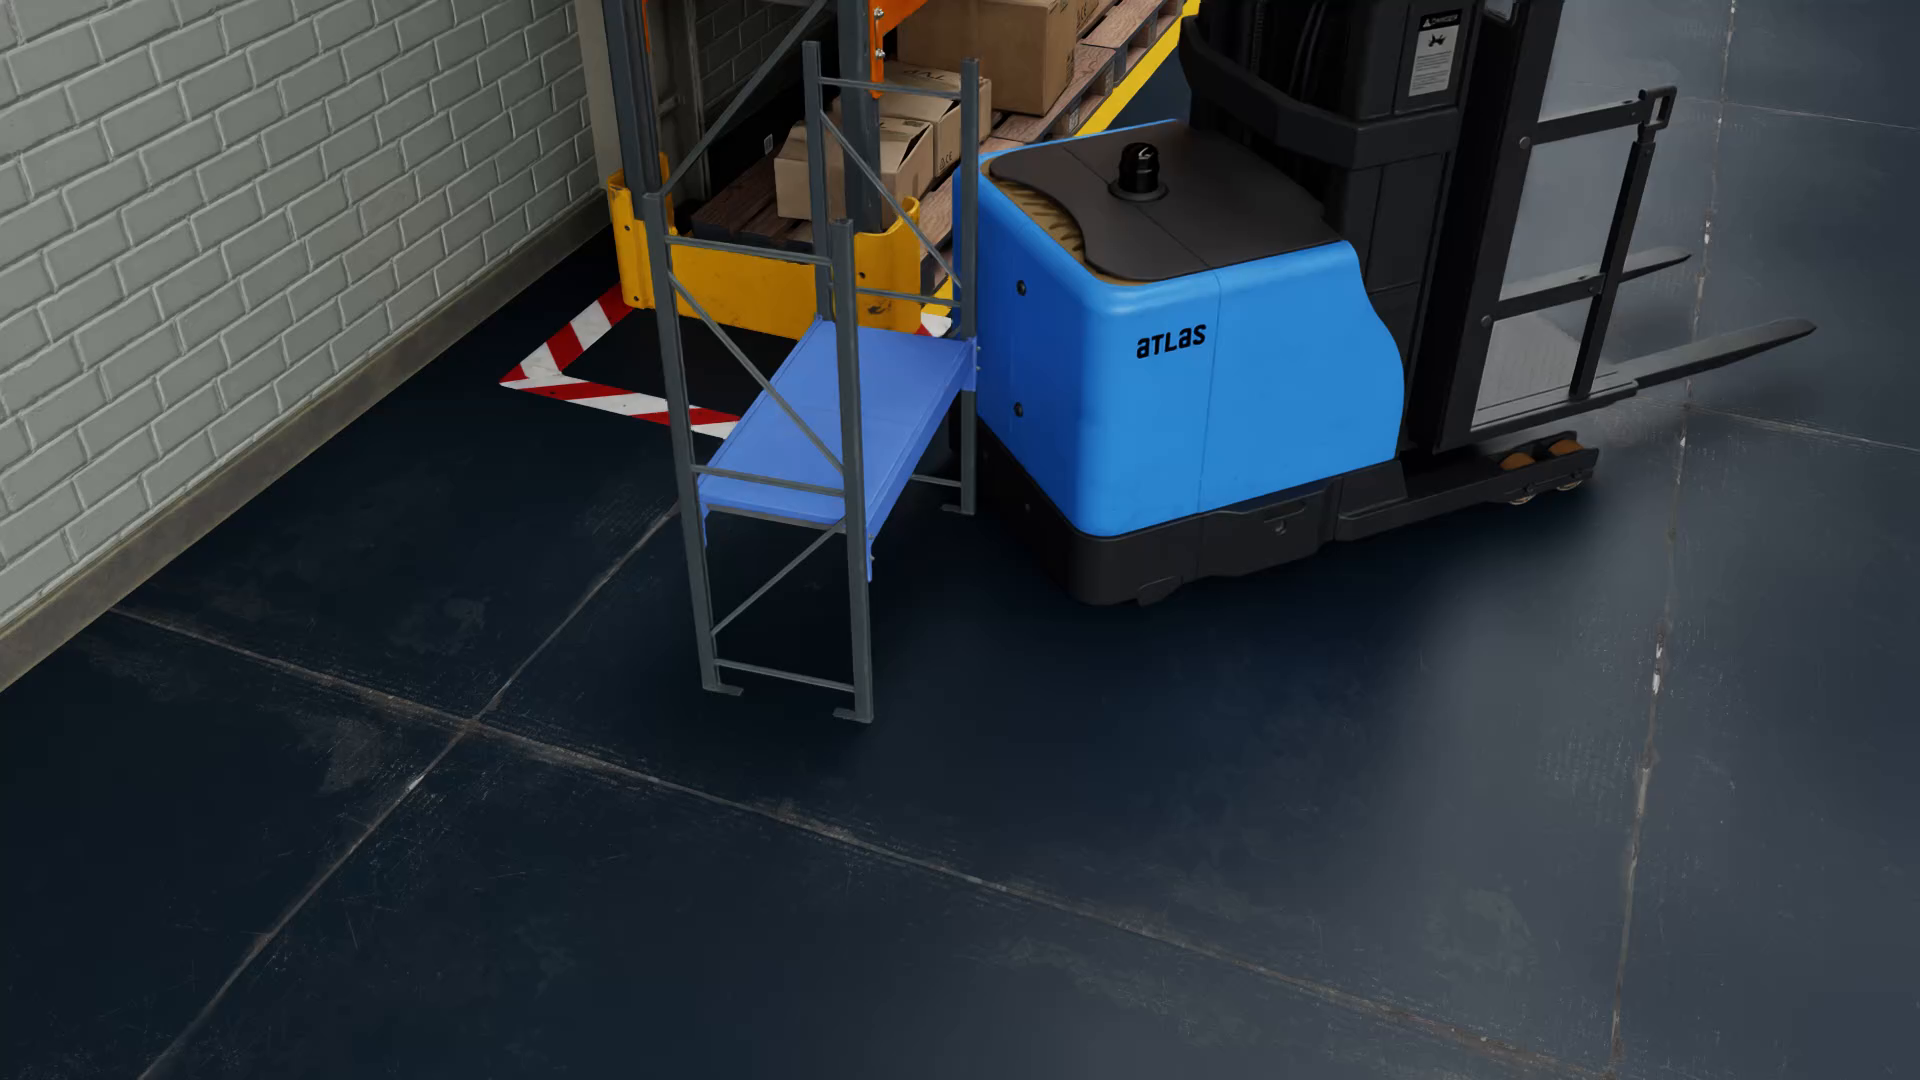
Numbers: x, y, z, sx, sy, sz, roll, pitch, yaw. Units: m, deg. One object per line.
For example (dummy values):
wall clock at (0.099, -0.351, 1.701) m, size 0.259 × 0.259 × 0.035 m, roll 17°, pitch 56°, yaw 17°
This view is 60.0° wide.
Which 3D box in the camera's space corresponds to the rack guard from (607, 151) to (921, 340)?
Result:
rack guard at (-0.734, -1.086, 6.285) m, size 1.175 × 0.500 × 0.348 m, roll 14°, pitch 39°, yaw 18°

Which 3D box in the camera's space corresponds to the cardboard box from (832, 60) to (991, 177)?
cardboard box at (-0.199, -1.822, 7.061) m, size 0.500 × 0.311 × 0.500 m, roll 17°, pitch 40°, yaw 21°

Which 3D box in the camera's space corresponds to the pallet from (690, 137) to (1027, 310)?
pallet at (-0.392, -1.412, 6.963) m, size 1.003 × 0.211 × 1.213 m, roll 14°, pitch 39°, yaw 18°

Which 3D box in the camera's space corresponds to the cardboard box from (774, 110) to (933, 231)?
cardboard box at (-0.416, -1.507, 6.639) m, size 0.500 × 0.311 × 0.500 m, roll 10°, pitch 38°, yaw 13°

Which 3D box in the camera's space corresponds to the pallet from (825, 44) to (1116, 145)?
pallet at (0.074, -2.085, 7.863) m, size 1.003 × 0.211 × 1.213 m, roll 14°, pitch 39°, yaw 18°

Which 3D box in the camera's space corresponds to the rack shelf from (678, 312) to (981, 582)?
rack shelf at (-0.337, -0.293, 4.690) m, size 0.538 × 0.185 × 1.000 m, roll 10°, pitch 38°, yaw 13°

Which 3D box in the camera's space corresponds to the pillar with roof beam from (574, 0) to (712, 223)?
pillar with roof beam at (2.685, -4.052, 3.155) m, size 9.100 × 9.000 × 0.400 m, roll 14°, pitch 39°, yaw 18°

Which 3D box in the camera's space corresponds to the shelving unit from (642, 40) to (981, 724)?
shelving unit at (-0.337, -0.437, 4.582) m, size 0.538 × 1.500 × 1.048 m, roll 10°, pitch 38°, yaw 13°

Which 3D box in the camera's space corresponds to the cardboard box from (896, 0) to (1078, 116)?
cardboard box at (0.126, -2.293, 7.533) m, size 0.700 × 0.500 × 0.500 m, roll 11°, pitch 38°, yaw 15°

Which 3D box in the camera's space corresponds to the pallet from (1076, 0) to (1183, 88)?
pallet at (0.536, -2.763, 8.770) m, size 1.003 × 0.211 × 1.213 m, roll 14°, pitch 39°, yaw 18°

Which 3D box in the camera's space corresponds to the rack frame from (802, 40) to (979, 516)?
rack frame at (-0.192, -0.729, 4.972) m, size 0.500 × 1.500 × 0.032 m, roll 10°, pitch 38°, yaw 13°

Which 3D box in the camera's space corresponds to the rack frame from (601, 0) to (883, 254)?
rack frame at (-0.763, -2.045, 5.480) m, size 1.000 × 3.000 × 0.127 m, roll 14°, pitch 39°, yaw 18°

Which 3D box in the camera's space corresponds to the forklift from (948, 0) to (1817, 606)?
forklift at (1.524, -1.562, 4.892) m, size 3.031 × 2.935 × 1.130 m, roll -15°, pitch 39°, yaw -19°

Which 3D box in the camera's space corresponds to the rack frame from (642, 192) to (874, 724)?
rack frame at (-0.481, -0.145, 4.192) m, size 0.500 × 1.500 × 0.032 m, roll 10°, pitch 38°, yaw 13°

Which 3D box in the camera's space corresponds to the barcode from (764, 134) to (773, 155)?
barcode at (-0.779, -1.612, 6.771) m, size 0.001 × 0.075 × 0.075 m, roll 14°, pitch 39°, yaw 18°

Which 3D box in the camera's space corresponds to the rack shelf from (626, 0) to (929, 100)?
rack shelf at (-0.002, -2.864, 7.177) m, size 1.077 × 0.370 × 4.000 m, roll 14°, pitch 39°, yaw 18°

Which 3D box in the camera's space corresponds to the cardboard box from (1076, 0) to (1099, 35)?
cardboard box at (0.401, -2.851, 8.279) m, size 0.500 × 0.500 × 0.500 m, roll 11°, pitch 38°, yaw 14°
